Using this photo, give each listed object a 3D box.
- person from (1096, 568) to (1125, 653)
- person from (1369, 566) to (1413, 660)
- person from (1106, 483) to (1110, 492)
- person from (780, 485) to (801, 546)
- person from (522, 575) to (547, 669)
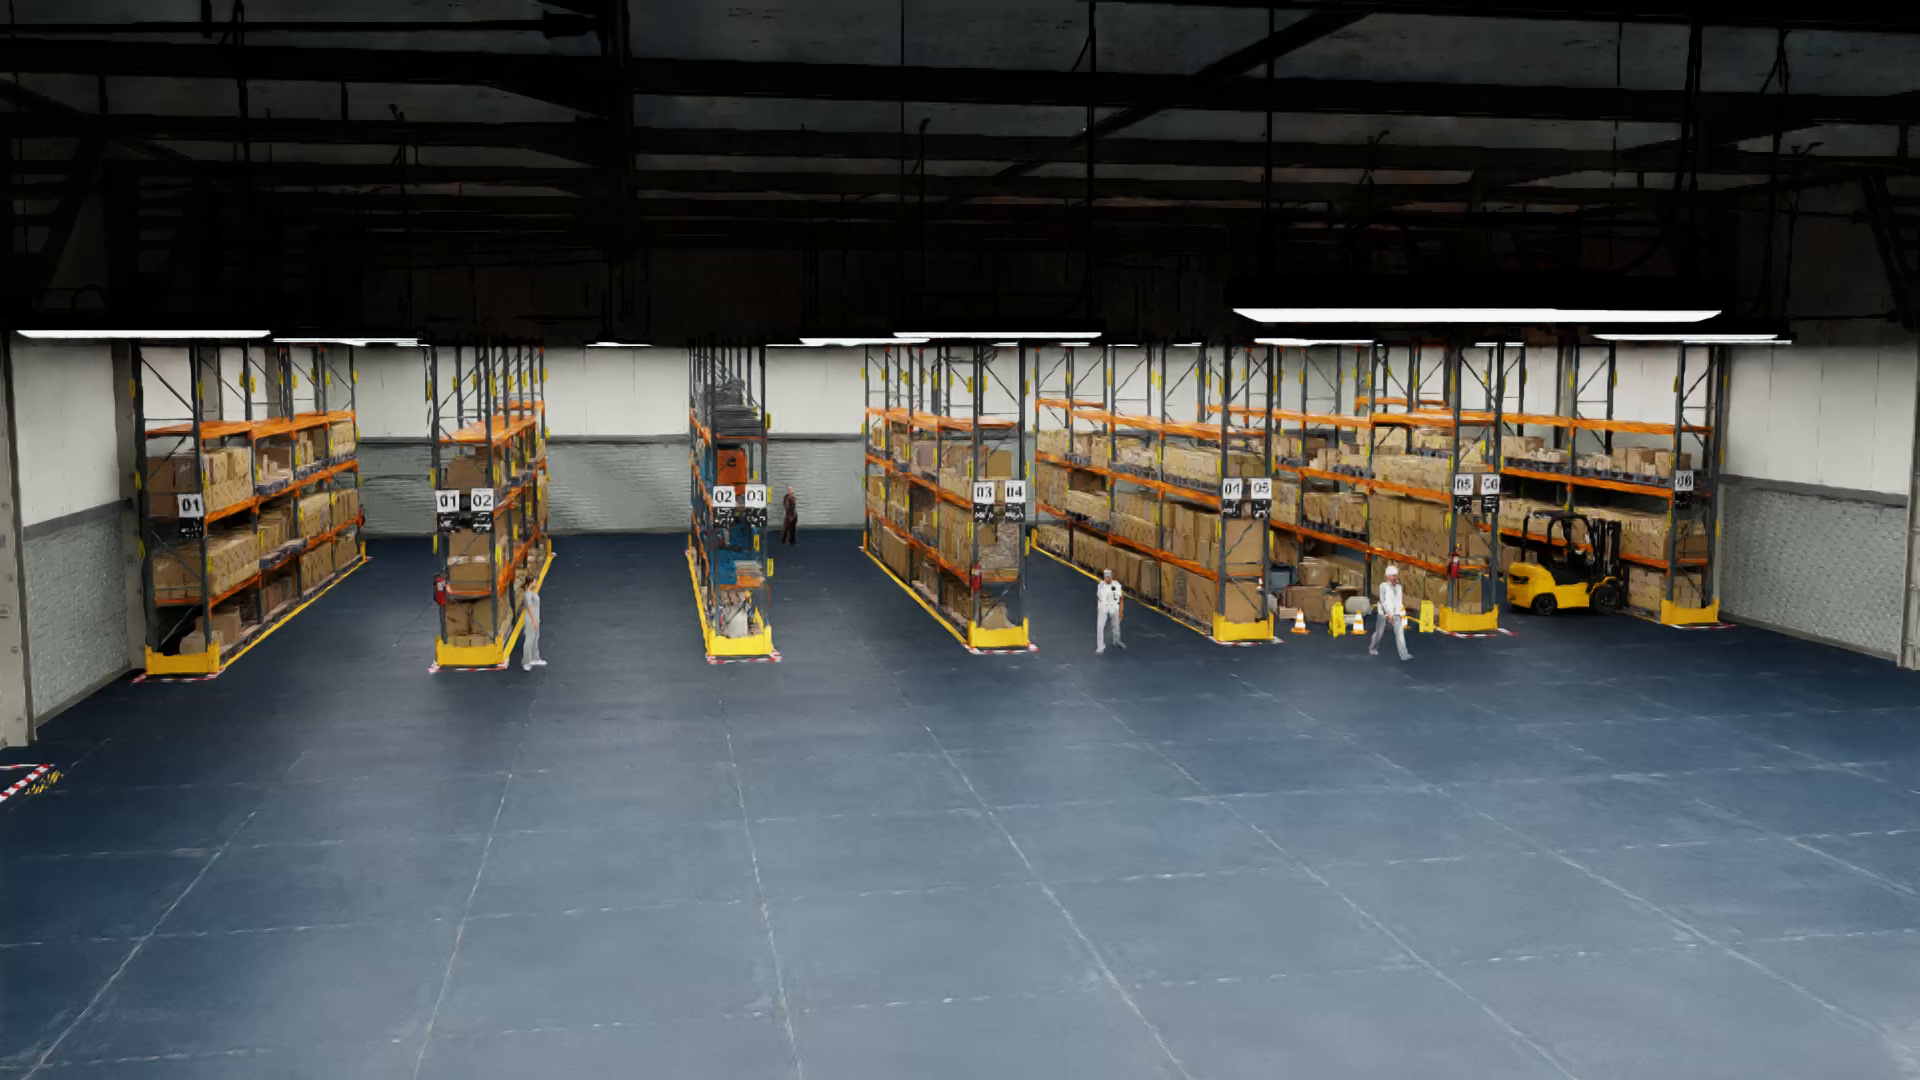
[{"bbox_3d":[2.852,1.315,31.561,0.534,1.598,0.938,1,7,10],"label":"person"},{"bbox_3d":[7.967,1.338,30.807,0.538,1.715,1.026,-2,7,-19],"label":"person"},{"bbox_3d":[4.655,-1.247,53.430,0.599,1.719,0.545,3,7,26],"label":"person"},{"bbox_3d":[-4.990,-0.704,48.385,0.477,1.775,0.744,2,7,19],"label":"person"},{"bbox_3d":[-7.688,1.454,29.897,0.386,1.679,0.625,-1,7,-5],"label":"person"}]
